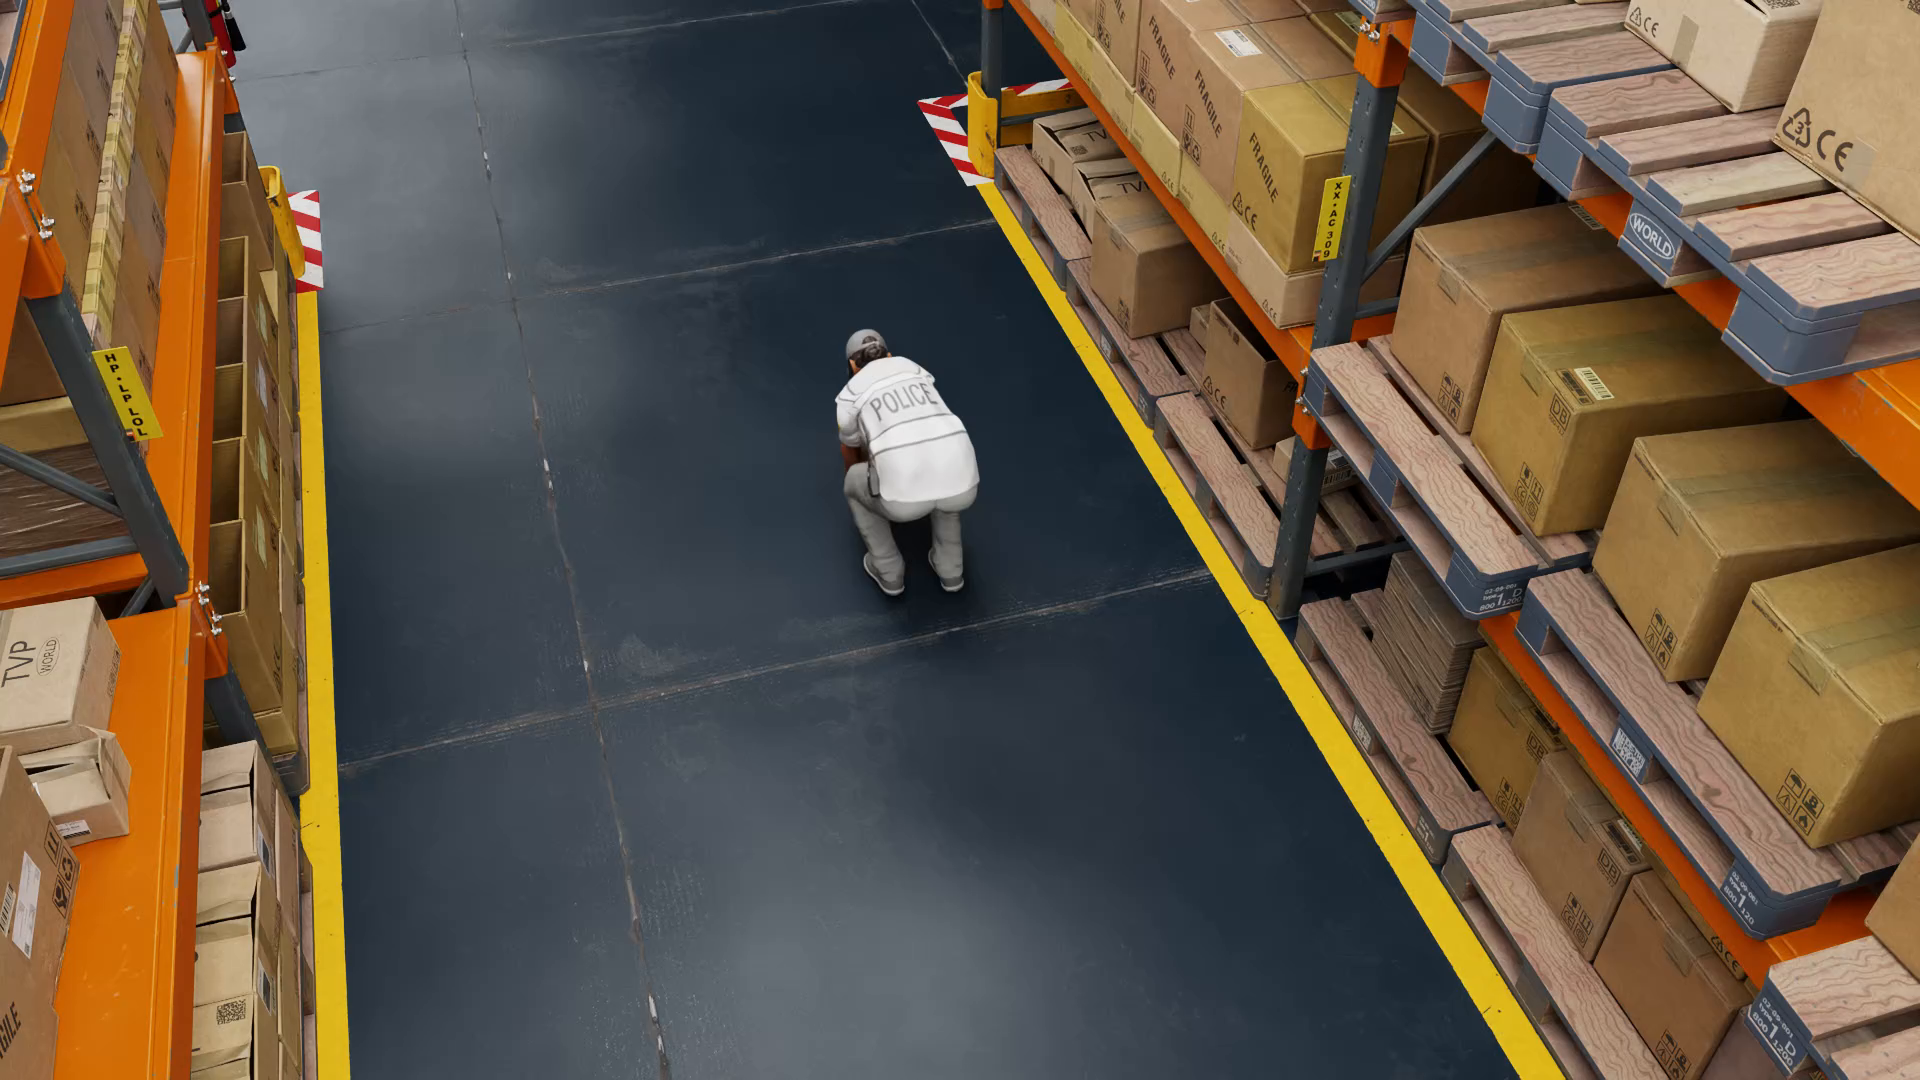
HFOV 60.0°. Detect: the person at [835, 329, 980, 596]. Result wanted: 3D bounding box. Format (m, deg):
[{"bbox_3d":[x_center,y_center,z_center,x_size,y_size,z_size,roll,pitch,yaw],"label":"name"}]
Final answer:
[{"bbox_3d":[-0.240,-0.284,6.990,0.508,0.966,0.934,-14,44,-15],"label":"person"}]
